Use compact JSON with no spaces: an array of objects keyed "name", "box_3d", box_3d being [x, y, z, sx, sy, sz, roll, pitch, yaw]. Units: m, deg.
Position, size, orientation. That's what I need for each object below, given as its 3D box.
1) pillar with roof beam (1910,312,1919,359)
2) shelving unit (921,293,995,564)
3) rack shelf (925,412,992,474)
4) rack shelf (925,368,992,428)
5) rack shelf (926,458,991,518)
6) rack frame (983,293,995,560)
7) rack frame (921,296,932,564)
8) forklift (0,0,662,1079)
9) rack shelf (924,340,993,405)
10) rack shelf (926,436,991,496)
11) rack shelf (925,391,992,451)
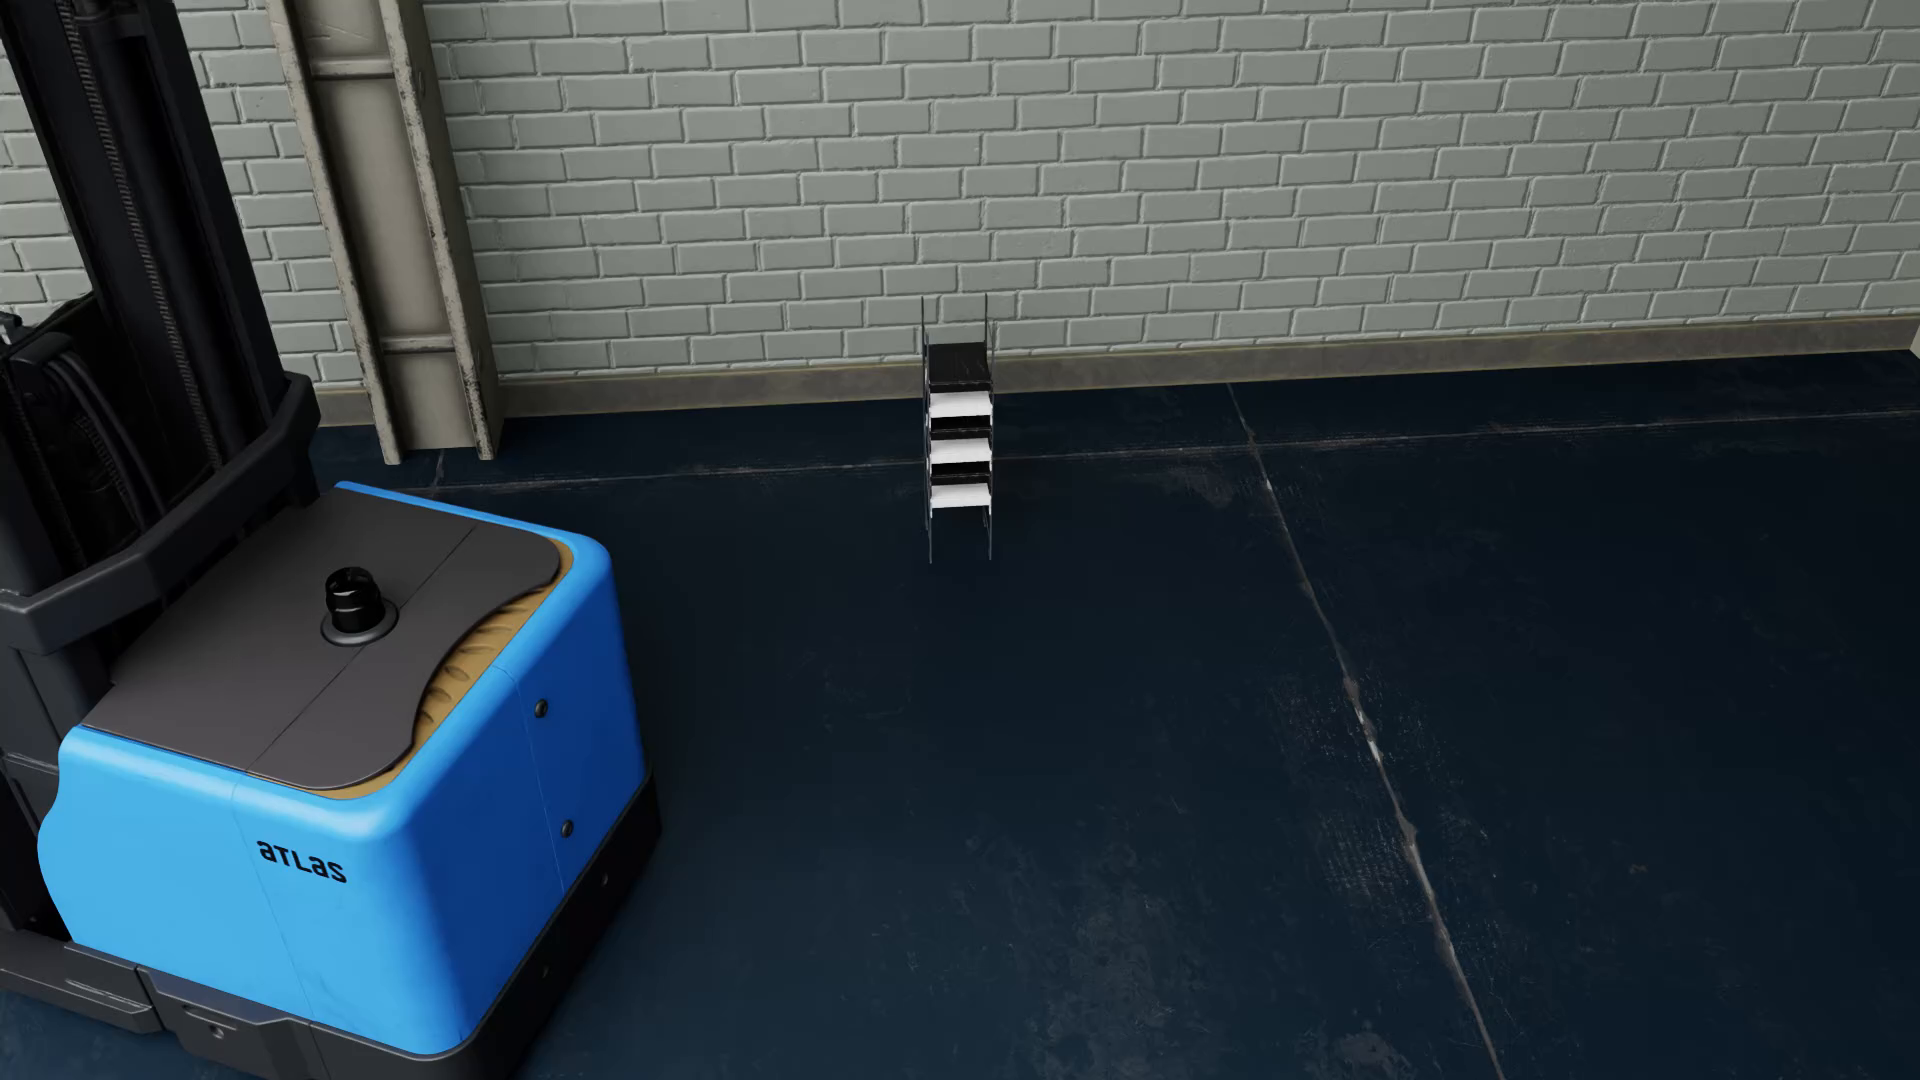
[{"name":"pillar with roof beam","box_3d":[4.433,-1.588,0.498,0.400,9.000,9.100,-3,38,-4]},{"name":"shelving unit","box_3d":[-0.008,-0.353,5.471,0.210,0.900,0.258,-3,38,-4]},{"name":"rack shelf","box_3d":[-0.008,-0.327,5.491,0.200,0.077,0.258,-3,38,-4]},{"name":"rack shelf","box_3d":[-0.008,-0.468,5.380,0.200,0.077,0.258,-3,38,-4]},{"name":"rack shelf","box_3d":[-0.008,-0.185,5.603,0.200,0.077,0.258,-3,38,-4]},{"name":"rack frame","box_3d":[0.093,-0.358,5.478,0.006,0.900,0.240,-3,38,-4]},{"name":"rack frame","box_3d":[-0.109,-0.347,5.464,0.006,0.900,0.240,-3,38,-4]},{"name":"forklift","box_3d":[-2.401,-0.326,3.797,3.031,2.935,1.130,12,40,15]},{"name":"rack shelf","box_3d":[-0.008,-0.539,5.324,0.200,0.077,0.258,-3,38,-4]},{"name":"rack shelf","box_3d":[-0.008,-0.256,5.547,0.200,0.077,0.258,-3,38,-4]},{"name":"rack shelf","box_3d":[-0.008,-0.397,5.436,0.200,0.077,0.258,-3,38,-4]}]
